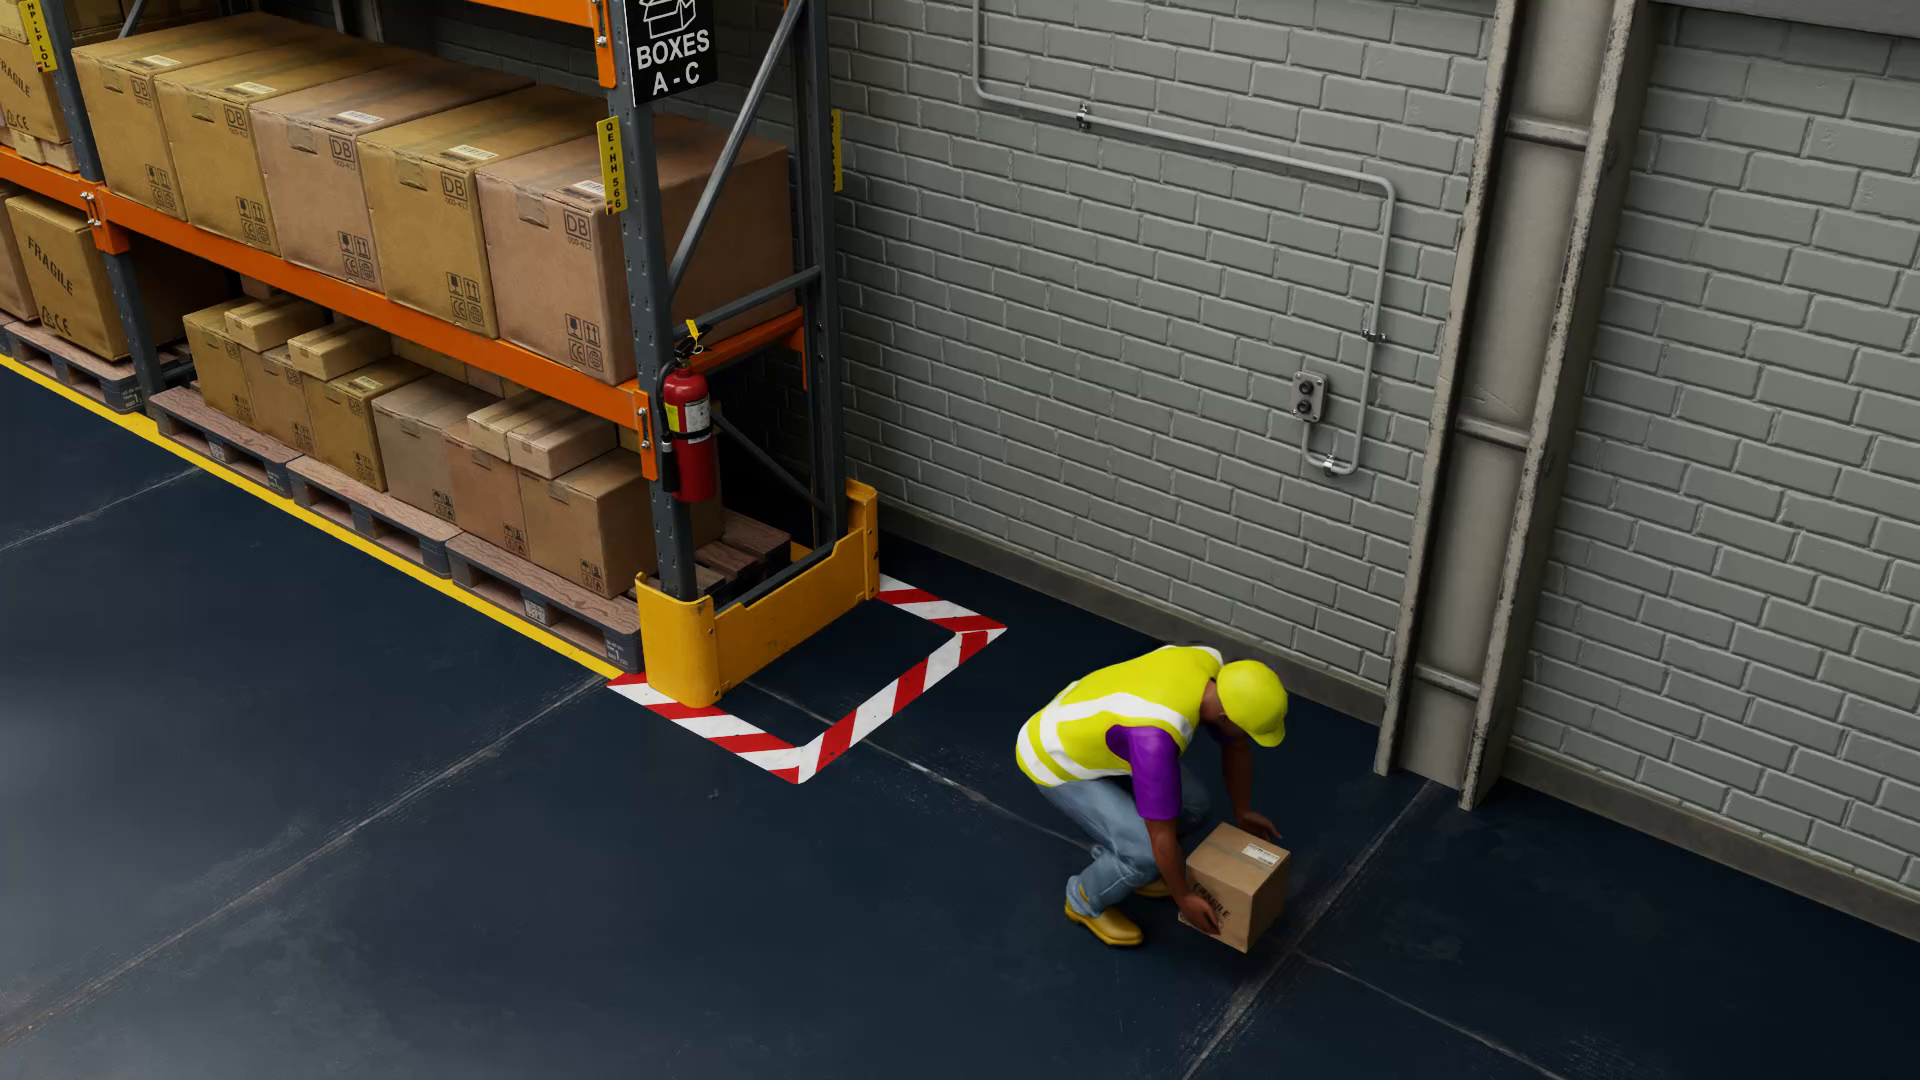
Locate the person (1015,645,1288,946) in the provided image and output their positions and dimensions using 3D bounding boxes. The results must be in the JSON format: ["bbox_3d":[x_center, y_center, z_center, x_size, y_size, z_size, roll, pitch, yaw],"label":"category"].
[{"bbox_3d":[0.626,0.771,5.435,0.856,1.133,0.608,21,37,31],"label":"person"}]
